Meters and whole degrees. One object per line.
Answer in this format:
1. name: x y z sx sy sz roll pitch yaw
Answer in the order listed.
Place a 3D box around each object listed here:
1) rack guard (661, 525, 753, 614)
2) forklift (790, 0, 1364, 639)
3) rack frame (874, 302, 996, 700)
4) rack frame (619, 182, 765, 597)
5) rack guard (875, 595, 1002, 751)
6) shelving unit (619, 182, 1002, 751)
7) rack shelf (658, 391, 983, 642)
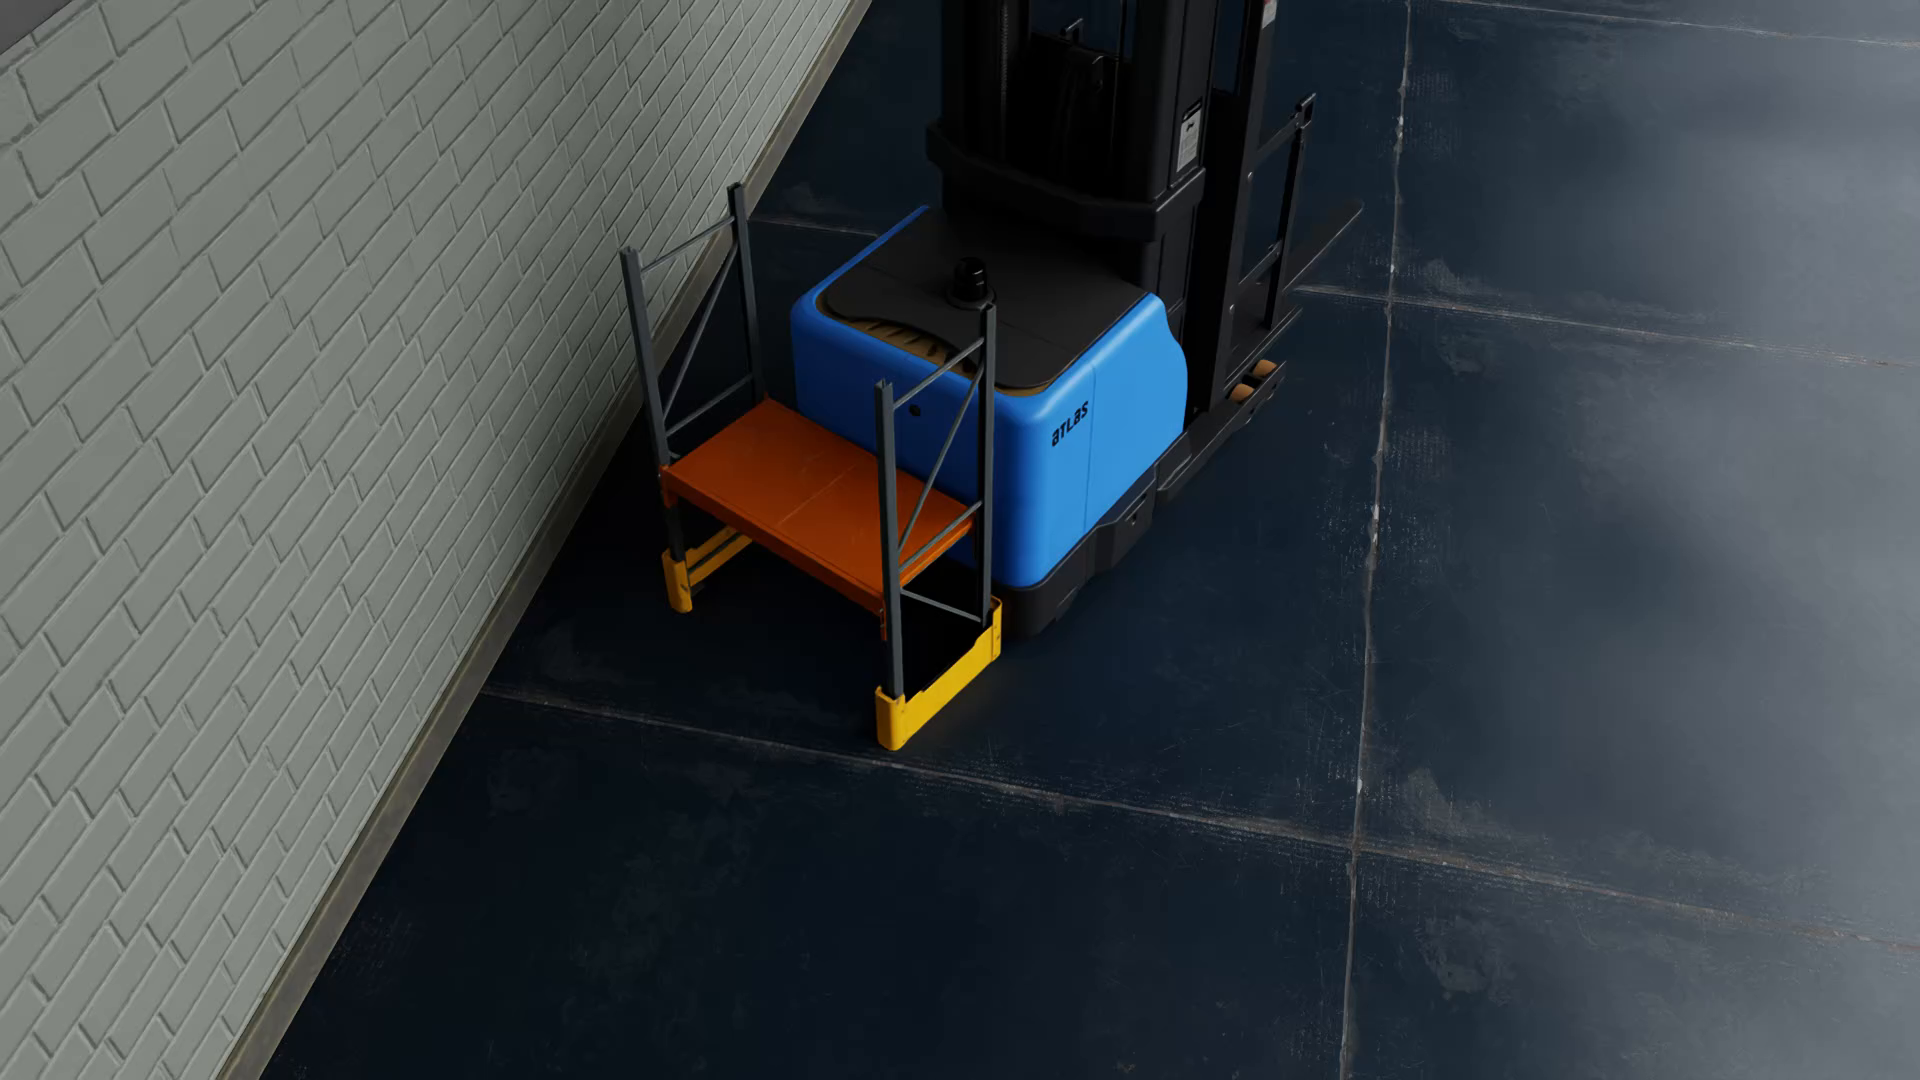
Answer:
1. rack guard: -0.839 0.006 6.064 0.087 0.250 0.587 29 51 27
2. forklift: 0.678 -1.698 5.900 1.130 2.935 3.031 26 50 25
3. rack frame: -0.065 -0.008 5.177 0.032 1.500 0.500 29 51 27
4. rack frame: -0.854 -0.453 5.639 0.032 1.500 0.500 29 51 27
5. rack guard: -0.066 0.442 5.611 0.087 0.250 0.587 29 51 27
6. shelving unit: -0.452 -0.227 5.404 1.083 1.500 0.587 29 51 27
7. rack shelf: -0.459 -0.101 5.533 1.000 0.185 0.538 29 51 27
